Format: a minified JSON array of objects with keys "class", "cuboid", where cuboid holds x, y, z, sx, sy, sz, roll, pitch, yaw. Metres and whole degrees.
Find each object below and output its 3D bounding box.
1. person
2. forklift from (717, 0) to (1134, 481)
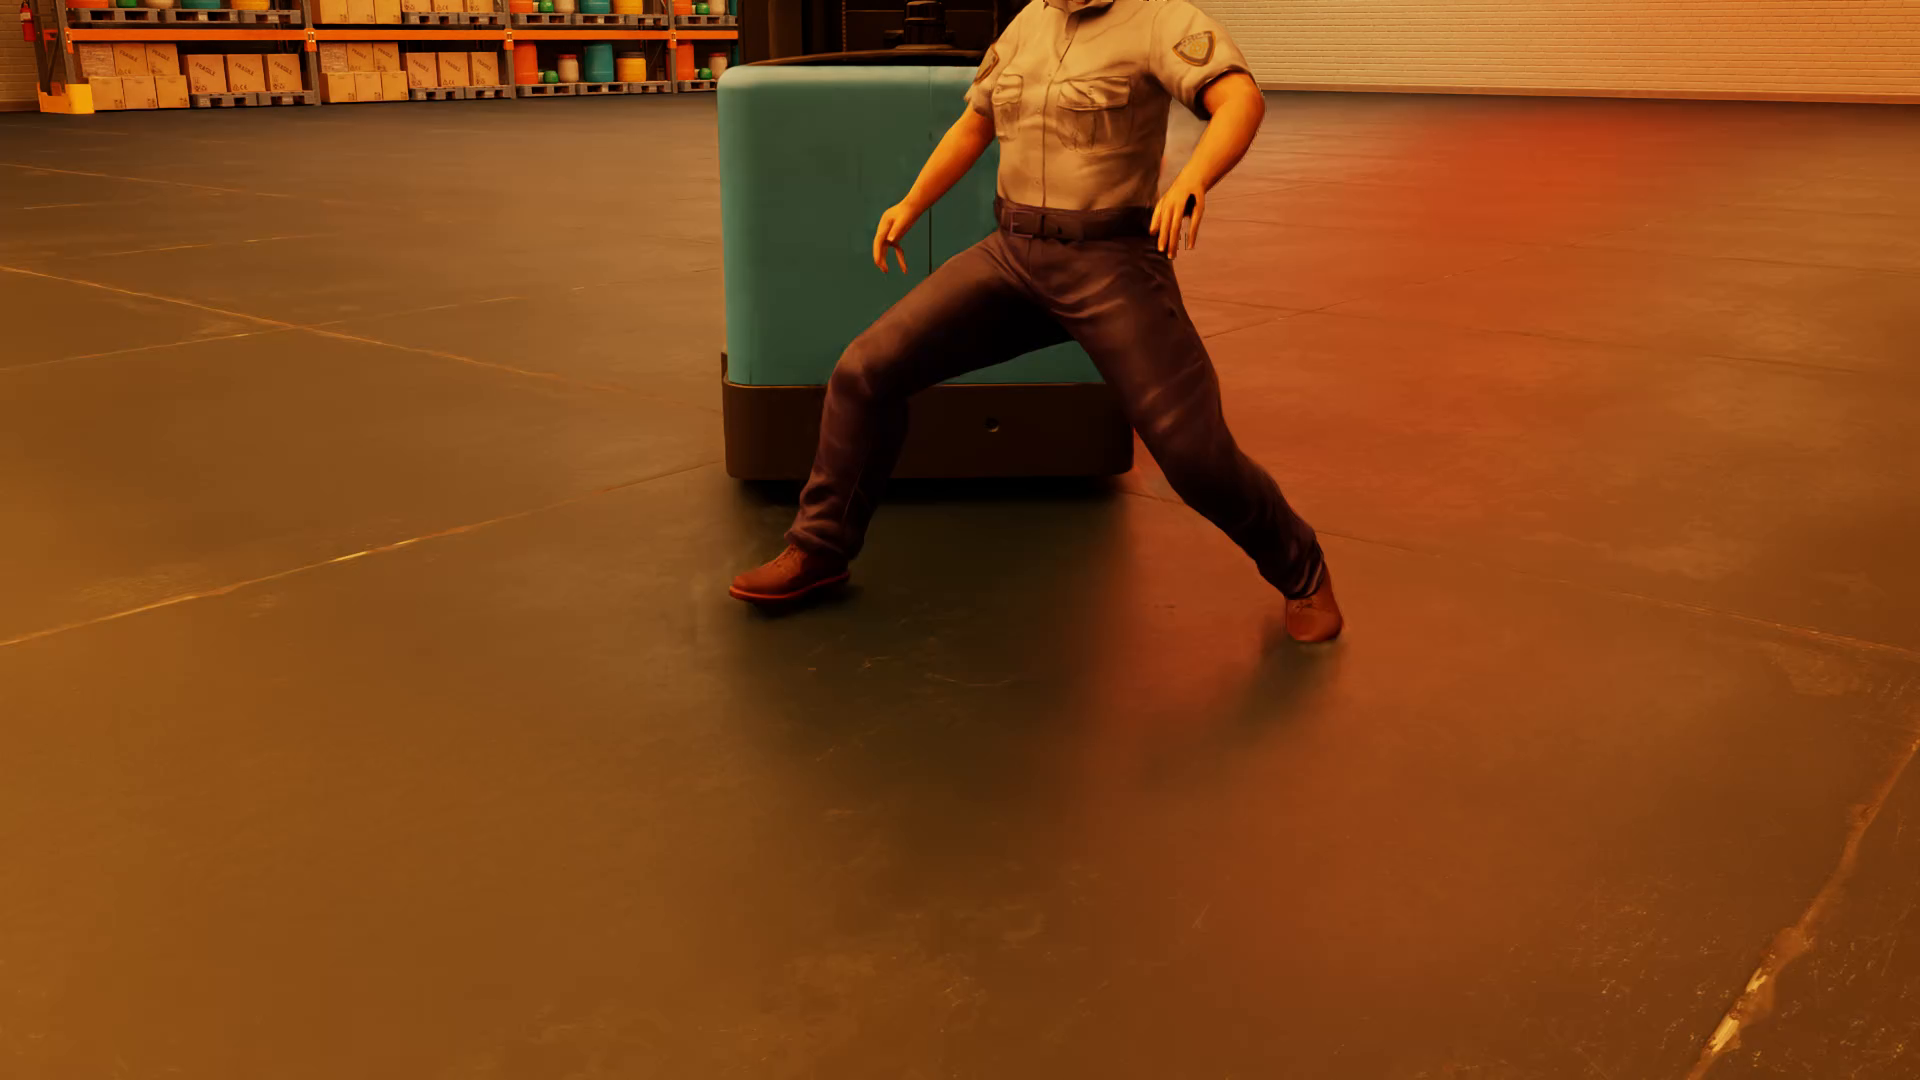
[{"class":"person","cuboid":[0.183,-0.531,3.231,1.013,1.505,0.941,16,23,42]},{"class":"forklift","cuboid":[-0.146,-1.928,5.246,1.130,2.935,3.031,-1,17,-3]}]
